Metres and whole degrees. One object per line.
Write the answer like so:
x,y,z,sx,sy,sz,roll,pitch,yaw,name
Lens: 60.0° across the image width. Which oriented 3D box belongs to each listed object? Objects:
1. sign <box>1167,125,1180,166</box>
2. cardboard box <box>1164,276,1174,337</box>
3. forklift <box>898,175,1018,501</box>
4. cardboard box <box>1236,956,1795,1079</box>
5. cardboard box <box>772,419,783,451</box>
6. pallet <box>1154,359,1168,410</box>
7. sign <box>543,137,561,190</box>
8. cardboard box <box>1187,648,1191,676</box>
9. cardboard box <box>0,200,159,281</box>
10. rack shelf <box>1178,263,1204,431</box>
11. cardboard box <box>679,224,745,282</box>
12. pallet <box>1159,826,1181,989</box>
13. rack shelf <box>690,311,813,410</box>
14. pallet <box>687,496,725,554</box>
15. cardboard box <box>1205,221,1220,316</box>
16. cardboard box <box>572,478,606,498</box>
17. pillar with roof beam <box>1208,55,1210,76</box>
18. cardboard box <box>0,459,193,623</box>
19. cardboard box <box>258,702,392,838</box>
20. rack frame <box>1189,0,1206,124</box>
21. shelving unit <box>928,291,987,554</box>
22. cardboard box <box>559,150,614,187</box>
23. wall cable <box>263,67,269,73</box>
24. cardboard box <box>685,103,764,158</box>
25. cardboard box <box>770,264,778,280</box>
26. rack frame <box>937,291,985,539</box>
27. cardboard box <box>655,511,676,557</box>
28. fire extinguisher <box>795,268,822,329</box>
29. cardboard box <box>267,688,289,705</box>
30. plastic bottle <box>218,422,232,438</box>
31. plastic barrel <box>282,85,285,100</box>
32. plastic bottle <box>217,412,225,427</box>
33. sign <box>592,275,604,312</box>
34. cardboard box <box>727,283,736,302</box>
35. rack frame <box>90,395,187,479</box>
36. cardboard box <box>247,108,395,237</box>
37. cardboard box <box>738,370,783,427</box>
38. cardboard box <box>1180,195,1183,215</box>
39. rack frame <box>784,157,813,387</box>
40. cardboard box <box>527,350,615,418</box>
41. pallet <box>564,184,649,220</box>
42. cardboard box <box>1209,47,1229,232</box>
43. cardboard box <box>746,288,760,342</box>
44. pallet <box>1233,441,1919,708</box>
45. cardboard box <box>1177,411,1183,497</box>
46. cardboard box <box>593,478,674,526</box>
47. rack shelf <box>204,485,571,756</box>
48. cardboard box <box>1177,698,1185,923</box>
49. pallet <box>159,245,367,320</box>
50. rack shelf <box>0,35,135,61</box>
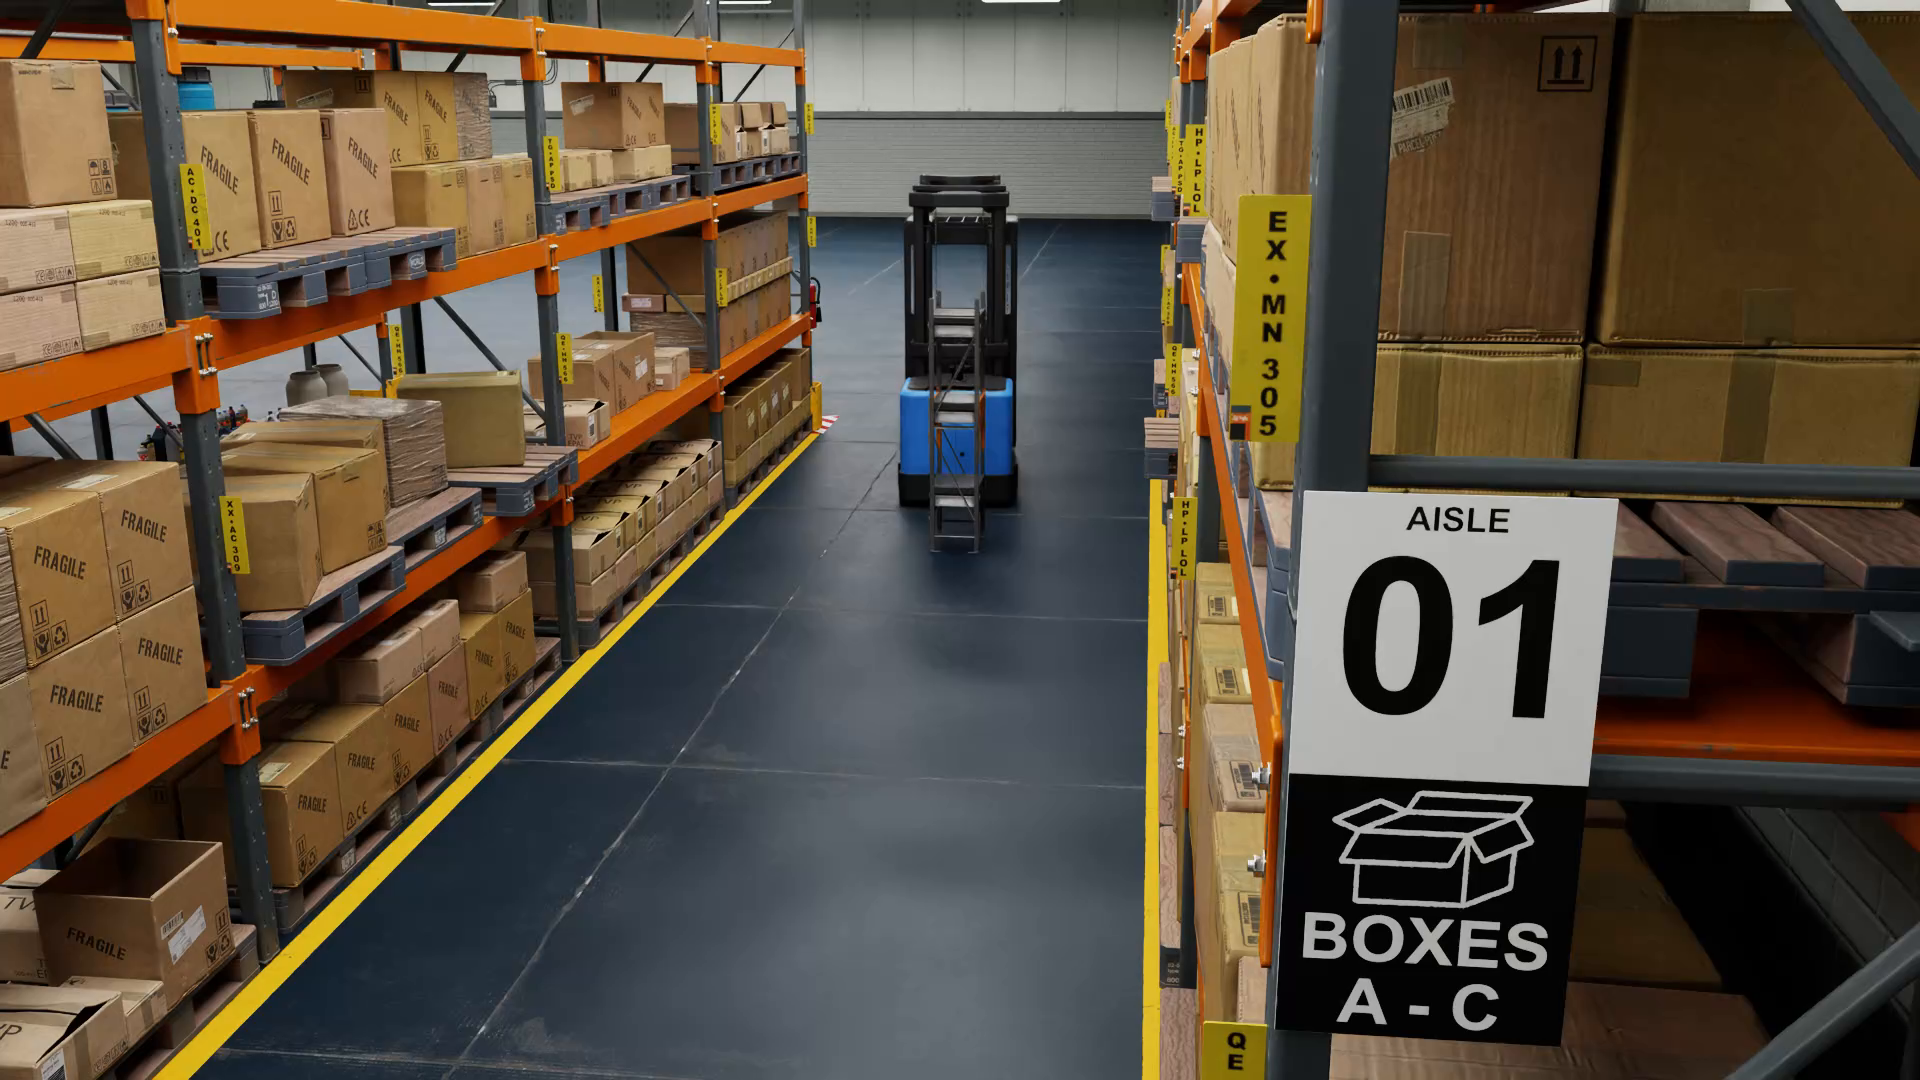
1.764,-3.256,13.722,0.100,0.325,0.005,2,15,6,sign
2.100,-2.105,15.014,0.500,0.500,0.500,2,15,6,cardboard box
0.018,-2.102,16.321,1.130,2.935,3.031,1,15,2,forklift
0.997,1.290,3.070,0.980,0.700,0.700,2,15,9,cardboard box
-2.092,-1.065,16.819,0.500,0.250,0.500,2,15,6,cardboard box
2.073,-1.258,13.437,1.003,0.211,1.213,2,15,6,pallet
-2.531,-2.333,10.308,0.100,0.325,0.005,2,15,6,sign
1.163,0.479,7.085,0.380,0.149,0.250,2,15,7,cardboard box
-3.307,-1.098,6.058,0.500,0.250,0.500,2,15,6,cardboard box
1.627,-1.089,8.076,1.077,0.370,4.000,2,15,6,rack shelf
-2.462,-2.741,15.874,0.700,0.500,0.500,2,15,6,cardboard box
1.413,1.674,7.568,1.003,0.211,1.213,2,15,6,pallet
-2.393,-1.861,16.677,1.077,0.370,4.000,2,15,6,rack shelf
-2.663,-0.152,14.318,1.003,0.211,1.213,2,15,6,pallet
0.989,-0.793,4.894,0.500,0.250,0.500,1,15,5,cardboard box
-3.085,-0.337,13.052,0.500,0.311,0.500,2,15,8,cardboard box
2.643,-13.179,45.661,9.100,9.000,0.548,2,15,6,pillar with roof beam
-3.321,-0.007,6.335,0.500,0.500,0.500,2,15,7,cardboard box
-3.176,1.122,8.211,0.500,0.500,0.500,2,15,7,cardboard box
1.852,-3.403,9.509,1.000,3.000,0.127,2,15,6,rack frame
-0.019,-0.971,13.729,0.431,2.100,0.503,2,15,6,shelving unit
-2.895,-2.774,12.411,0.500,0.250,0.500,0,15,2,cardboard box
-20.044,-15.564,50.756,3.097,2.526,0.112,2,15,6,wall cable
-2.308,-3.881,15.753,0.797,0.503,0.637,3,16,12,cardboard box
-2.109,-2.785,17.279,0.380,0.149,0.250,2,15,7,cardboard box
0.009,-1.034,13.963,0.400,2.100,0.015,2,15,6,rack frame
-2.553,-0.053,13.076,0.500,0.250,0.500,2,15,7,cardboard box
-1.693,-2.707,18.574,0.296,0.674,0.183,2,15,6,fire extinguisher
-3.629,0.985,8.719,0.500,0.500,0.500,2,15,7,cardboard box
-7.180,-0.972,16.241,0.144,0.351,0.185,2,15,6,plastic bottle
-7.017,-4.602,18.062,0.600,0.830,0.708,2,15,6,plastic barrel
-7.653,-1.194,17.214,0.097,0.271,0.097,0,15,0,plastic bottle
-3.170,-2.162,14.601,0.100,0.325,0.005,2,15,6,sign
-2.312,-2.315,15.544,0.380,0.149,0.250,2,15,6,cardboard box
-7.540,-1.837,15.208,1.000,3.000,0.127,2,15,6,rack frame
-3.244,-1.837,8.274,0.600,0.600,0.600,1,15,4,cardboard box
-2.088,-1.427,16.721,0.500,0.500,0.500,2,15,6,cardboard box
1.665,-2.117,10.630,0.500,0.311,0.500,2,15,6,cardboard box
-2.167,-2.727,18.502,1.000,3.000,0.127,2,15,6,rack frame
-2.897,-1.136,12.426,0.500,0.500,0.500,1,15,3,cardboard box
-2.959,-2.478,12.195,1.003,0.211,1.213,2,15,9,pallet
0.990,-1.148,4.771,0.500,0.500,0.500,1,15,5,cardboard box
-2.405,-2.253,16.557,0.700,0.500,0.500,2,15,8,cardboard box
1.023,-0.031,2.952,1.003,0.211,1.213,2,15,6,pallet
1.475,-0.455,9.298,0.500,0.500,0.500,2,15,8,cardboard box
-2.551,-0.328,13.016,0.500,0.311,0.500,2,15,6,cardboard box
-3.296,0.214,9.004,1.077,0.370,4.000,2,15,6,rack shelf
1.345,1.193,7.319,0.750,0.750,0.750,2,15,7,cardboard box
-3.378,-1.139,7.242,1.213,0.211,1.003,2,15,6,pallet
-7.766,-3.674,12.653,1.077,0.370,4.000,2,15,6,rack shelf
